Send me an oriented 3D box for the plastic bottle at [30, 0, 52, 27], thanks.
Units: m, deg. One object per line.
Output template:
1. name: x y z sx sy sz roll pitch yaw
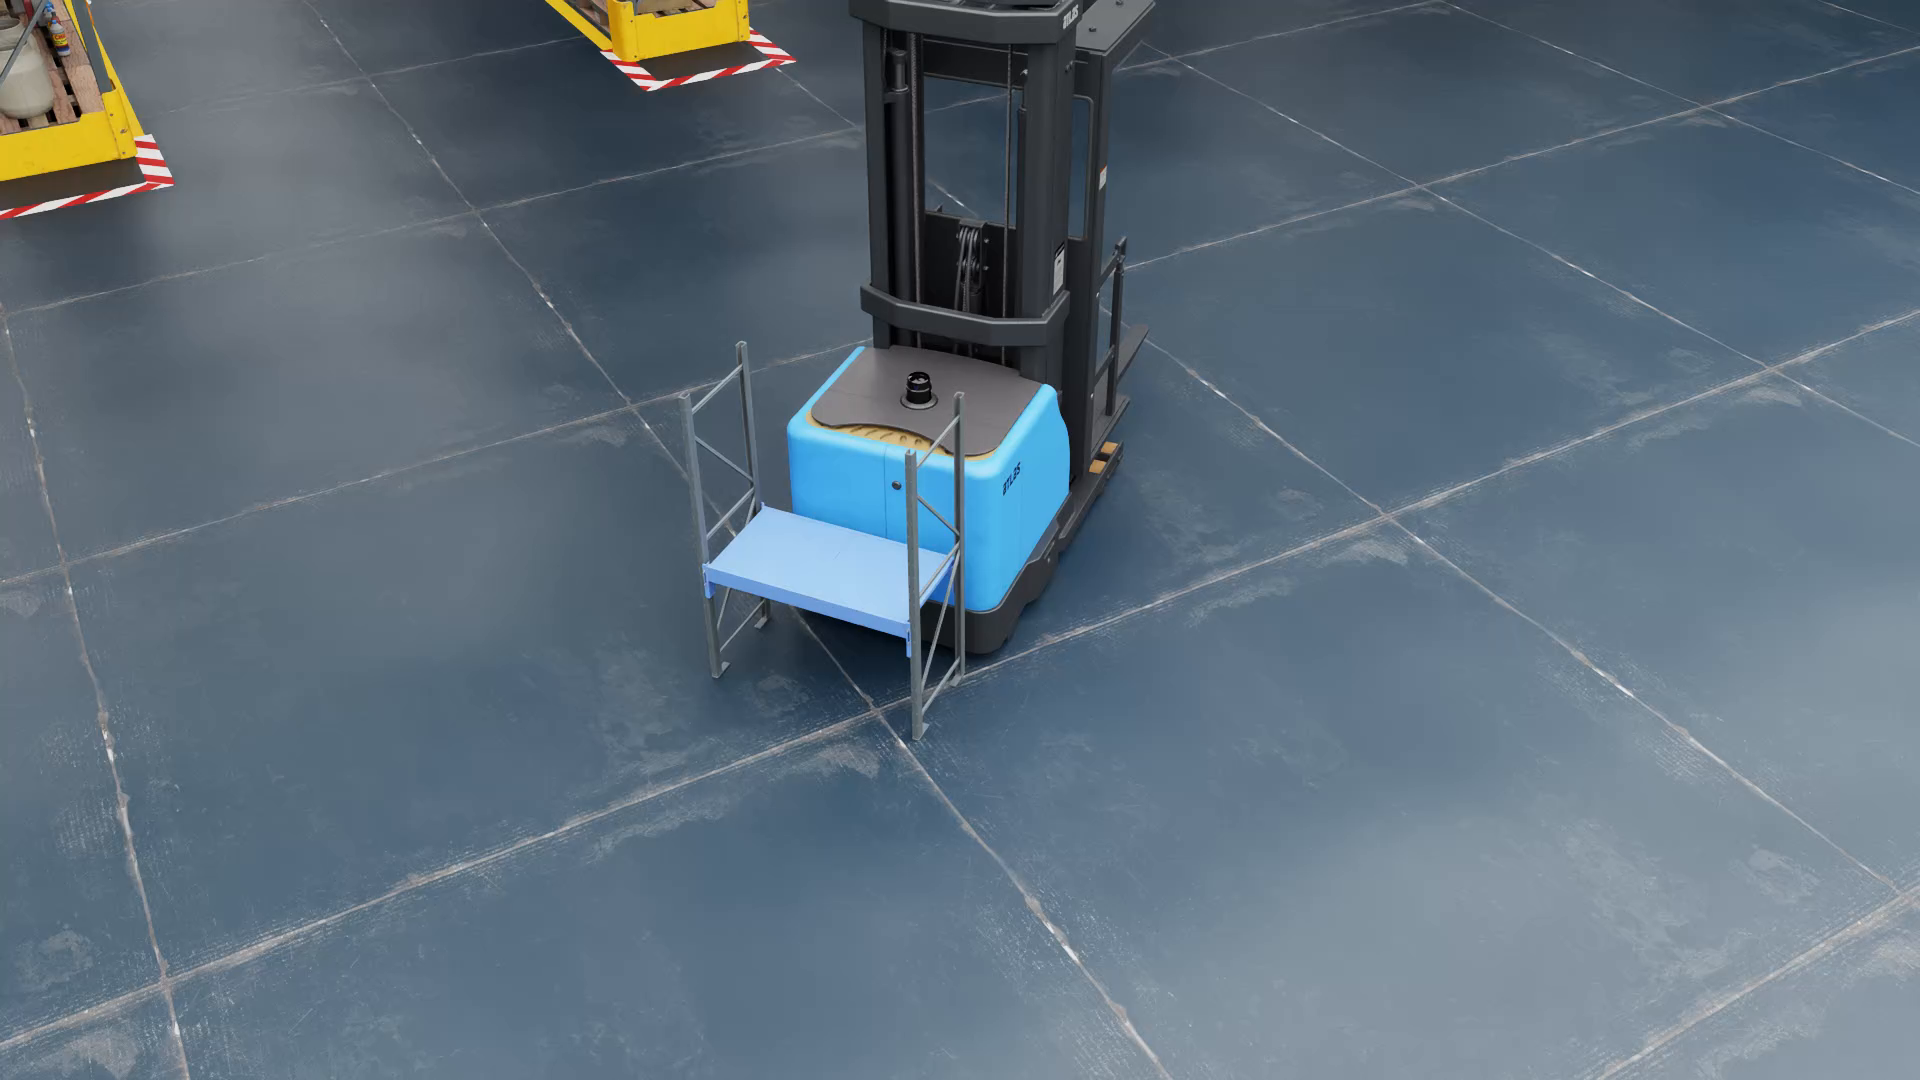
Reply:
1. plastic bottle: -7.735 -4.495 14.025 0.152 0.276 0.135 -18 40 -23

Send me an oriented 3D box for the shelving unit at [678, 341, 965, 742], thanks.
1. shelving unit: -0.559 0.016 7.181 1.048 1.500 0.538 15 39 19

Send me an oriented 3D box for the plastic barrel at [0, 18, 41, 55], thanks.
1. plastic barrel: -7.284 -3.701 12.755 0.421 0.512 0.421 0 36 0

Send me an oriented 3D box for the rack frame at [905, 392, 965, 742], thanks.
1. rack frame: -0.095 0.139 7.013 0.032 1.500 0.500 15 39 19

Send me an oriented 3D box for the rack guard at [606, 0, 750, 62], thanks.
1. rack guard: -2.391 -4.464 14.166 1.175 0.500 0.348 -19 40 -24

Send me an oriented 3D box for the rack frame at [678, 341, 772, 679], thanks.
1. rack frame: -1.022 -0.107 7.349 0.032 1.500 0.500 15 39 19

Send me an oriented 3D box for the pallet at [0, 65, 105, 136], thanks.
1. pallet: -7.118 -3.282 12.792 1.003 0.211 1.213 -19 40 -24

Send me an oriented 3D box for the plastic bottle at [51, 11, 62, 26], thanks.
1. plastic bottle: -7.375 -4.186 13.595 0.061 0.283 0.133 -18 40 -23

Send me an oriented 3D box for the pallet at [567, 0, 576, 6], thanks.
1. pallet: -3.377 -5.394 15.684 1.003 0.211 1.213 -19 40 -24

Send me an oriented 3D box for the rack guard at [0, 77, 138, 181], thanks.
1. rack guard: -6.714 -2.983 12.137 1.175 0.500 0.348 -19 40 -24

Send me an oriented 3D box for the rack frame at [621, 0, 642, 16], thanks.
1. rack frame: -2.353 -5.435 13.376 1.000 3.000 0.127 -19 40 -24

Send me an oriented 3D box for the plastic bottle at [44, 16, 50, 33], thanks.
1. plastic bottle: -7.549 -4.308 13.832 0.097 0.201 0.097 0 36 0

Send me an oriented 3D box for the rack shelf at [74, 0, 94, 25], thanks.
1. rack shelf: -7.640 -4.697 12.975 1.077 0.370 4.000 -19 40 -24

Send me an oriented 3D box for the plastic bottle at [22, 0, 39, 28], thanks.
1. plastic bottle: -7.827 -4.466 13.979 0.061 0.283 0.133 -19 40 -24

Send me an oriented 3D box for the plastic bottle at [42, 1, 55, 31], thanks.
1. plastic bottle: -7.601 -4.389 13.884 0.097 0.271 0.097 0 36 0

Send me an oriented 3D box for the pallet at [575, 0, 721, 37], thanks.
1. pallet: -2.768 -4.772 14.833 1.003 0.211 1.213 -19 40 -24

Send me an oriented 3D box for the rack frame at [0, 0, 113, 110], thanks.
1. rack frame: -6.635 -3.967 11.366 1.000 3.000 0.127 -19 40 -24

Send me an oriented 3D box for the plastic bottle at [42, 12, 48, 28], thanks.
1. plastic bottle: -7.652 -4.413 13.976 0.097 0.201 0.097 0 36 0

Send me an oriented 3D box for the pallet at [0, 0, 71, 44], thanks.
1. pallet: -8.343 -4.526 14.496 1.003 0.211 1.213 -19 40 -24

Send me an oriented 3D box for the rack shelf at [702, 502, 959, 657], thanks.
1. rack shelf: -0.558 0.160 7.288 1.000 0.185 0.538 15 39 19

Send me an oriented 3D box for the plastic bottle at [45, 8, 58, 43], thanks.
1. plastic bottle: -7.449 -4.235 13.673 0.097 0.271 0.097 0 36 0

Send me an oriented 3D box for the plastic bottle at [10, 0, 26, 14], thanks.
1. plastic bottle: -8.091 -4.687 14.288 0.152 0.276 0.135 -19 40 -24

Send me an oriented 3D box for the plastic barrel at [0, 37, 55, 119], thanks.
1. plastic barrel: -7.032 -3.445 12.405 0.421 0.512 0.421 0 36 0

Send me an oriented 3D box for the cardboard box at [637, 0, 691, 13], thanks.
1. cardboard box: -2.652 -4.919 14.432 0.500 0.500 0.500 -12 38 -16

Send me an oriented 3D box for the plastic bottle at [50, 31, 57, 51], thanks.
1. plastic bottle: -7.329 -4.085 13.526 0.097 0.201 0.097 0 36 0

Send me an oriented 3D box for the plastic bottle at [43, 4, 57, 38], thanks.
1. plastic bottle: -7.499 -4.286 13.743 0.097 0.271 0.097 0 36 0

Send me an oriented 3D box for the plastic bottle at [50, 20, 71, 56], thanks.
1. plastic bottle: -7.277 -4.060 13.433 0.097 0.271 0.097 0 36 0

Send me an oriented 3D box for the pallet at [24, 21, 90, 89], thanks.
1. pallet: -7.726 -3.903 13.643 1.003 0.211 1.213 -19 40 -24

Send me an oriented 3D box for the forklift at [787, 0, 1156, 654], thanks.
1. forklift: 0.237 -1.527 8.083 1.130 2.935 3.031 13 38 18

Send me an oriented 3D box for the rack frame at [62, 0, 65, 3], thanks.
1. rack frame: -8.645 -6.007 14.159 1.000 3.000 0.127 -19 40 -24
